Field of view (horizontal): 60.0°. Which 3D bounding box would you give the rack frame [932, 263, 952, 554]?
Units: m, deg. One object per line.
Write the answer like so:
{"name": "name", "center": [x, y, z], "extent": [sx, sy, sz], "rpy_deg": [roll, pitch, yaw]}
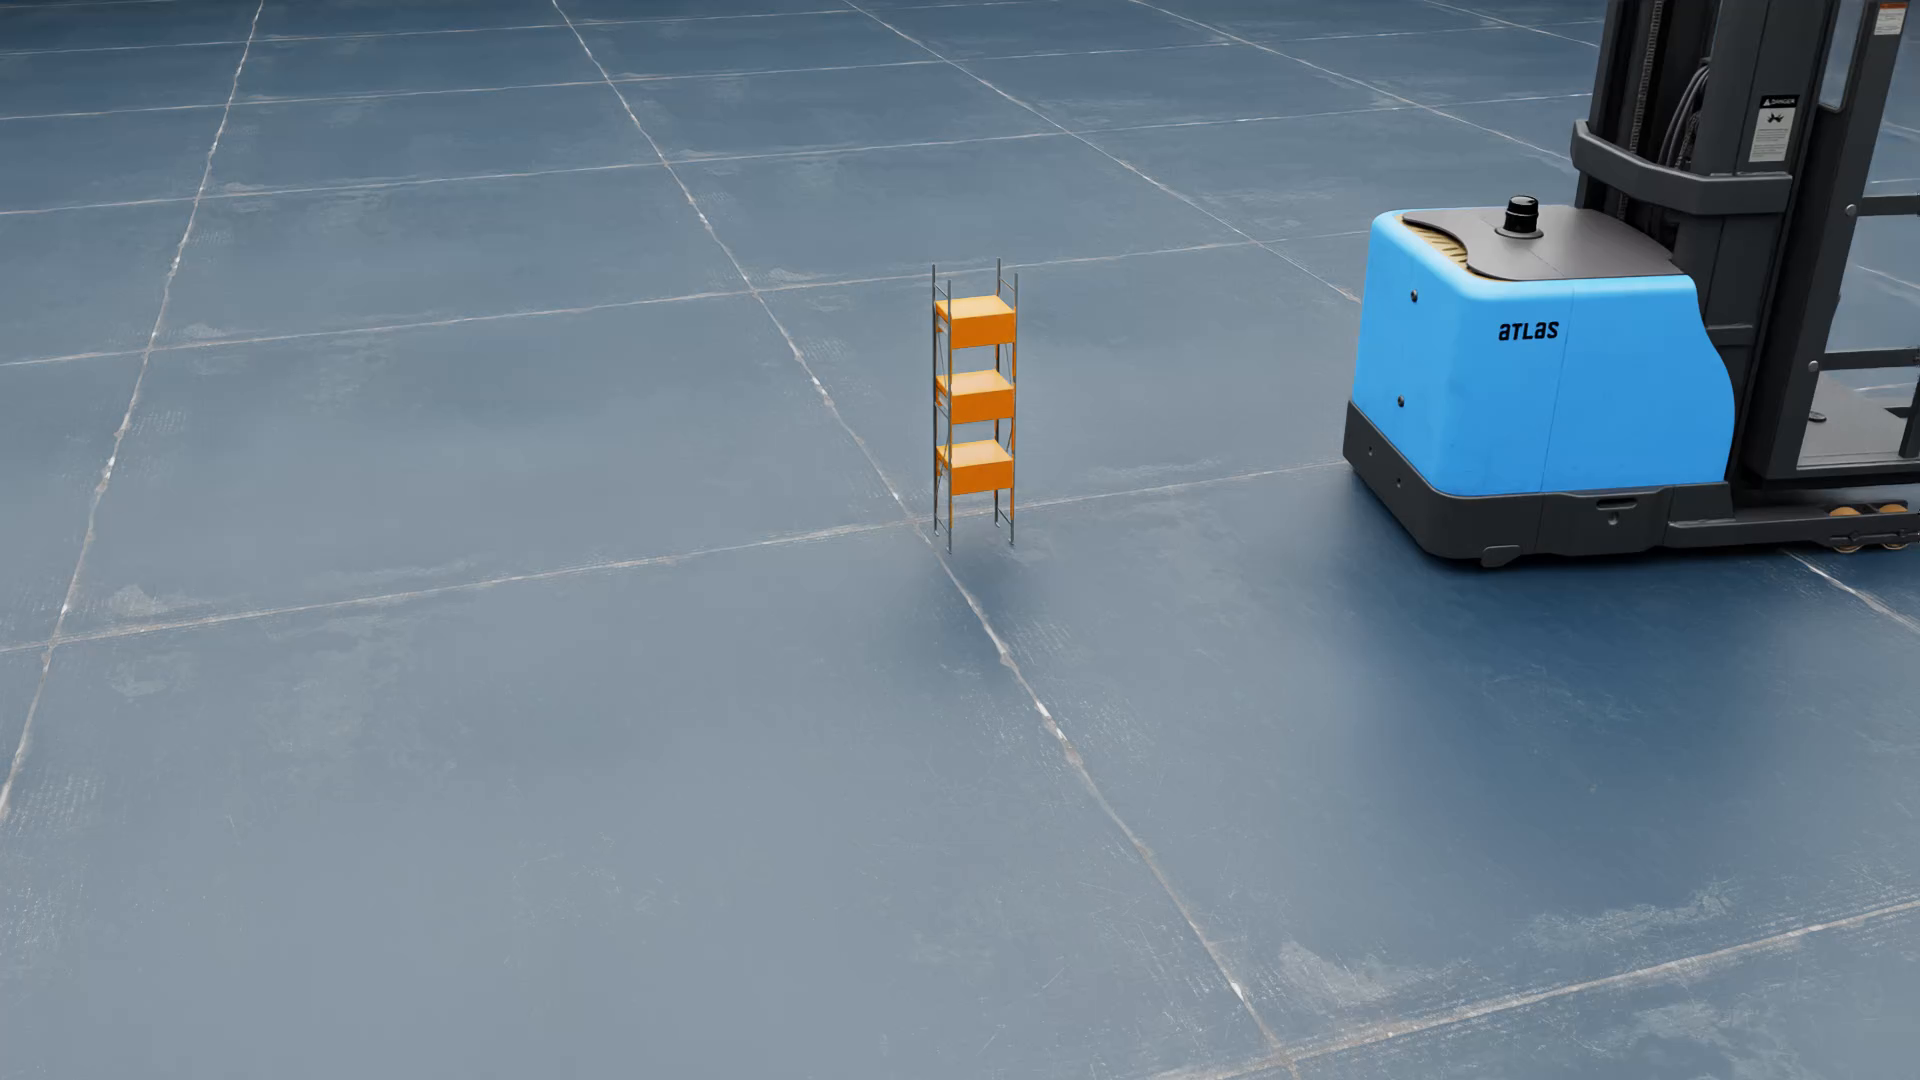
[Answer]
{"name": "rack frame", "center": [-0.065, -0.461, 5.998], "extent": [0.008, 1.050, 0.200], "rpy_deg": [-8, 28, -16]}

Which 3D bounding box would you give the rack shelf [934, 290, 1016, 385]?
{"name": "rack shelf", "center": [0.051, -0.722, 5.910], "extent": [0.240, 0.259, 0.215], "rpy_deg": [-8, 28, -16]}

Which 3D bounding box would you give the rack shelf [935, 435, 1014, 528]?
{"name": "rack shelf", "center": [0.051, -0.219, 6.160], "extent": [0.240, 0.259, 0.215], "rpy_deg": [-8, 28, -16]}

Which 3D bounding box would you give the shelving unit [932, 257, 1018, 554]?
{"name": "shelving unit", "center": [0.051, -0.478, 6.031], "extent": [0.252, 1.050, 0.215], "rpy_deg": [-8, 28, -16]}

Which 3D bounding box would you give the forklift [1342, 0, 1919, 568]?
{"name": "forklift", "center": [3.120, -1.495, 5.965], "extent": [3.031, 2.935, 1.130], "rpy_deg": [-3, 27, -7]}

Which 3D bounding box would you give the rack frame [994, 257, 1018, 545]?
{"name": "rack frame", "center": [0.167, -0.494, 6.065], "extent": [0.008, 1.050, 0.200], "rpy_deg": [-8, 28, -16]}

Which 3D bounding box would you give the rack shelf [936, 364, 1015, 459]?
{"name": "rack shelf", "center": [0.051, -0.468, 6.036], "extent": [0.240, 0.259, 0.215], "rpy_deg": [-8, 28, -16]}
